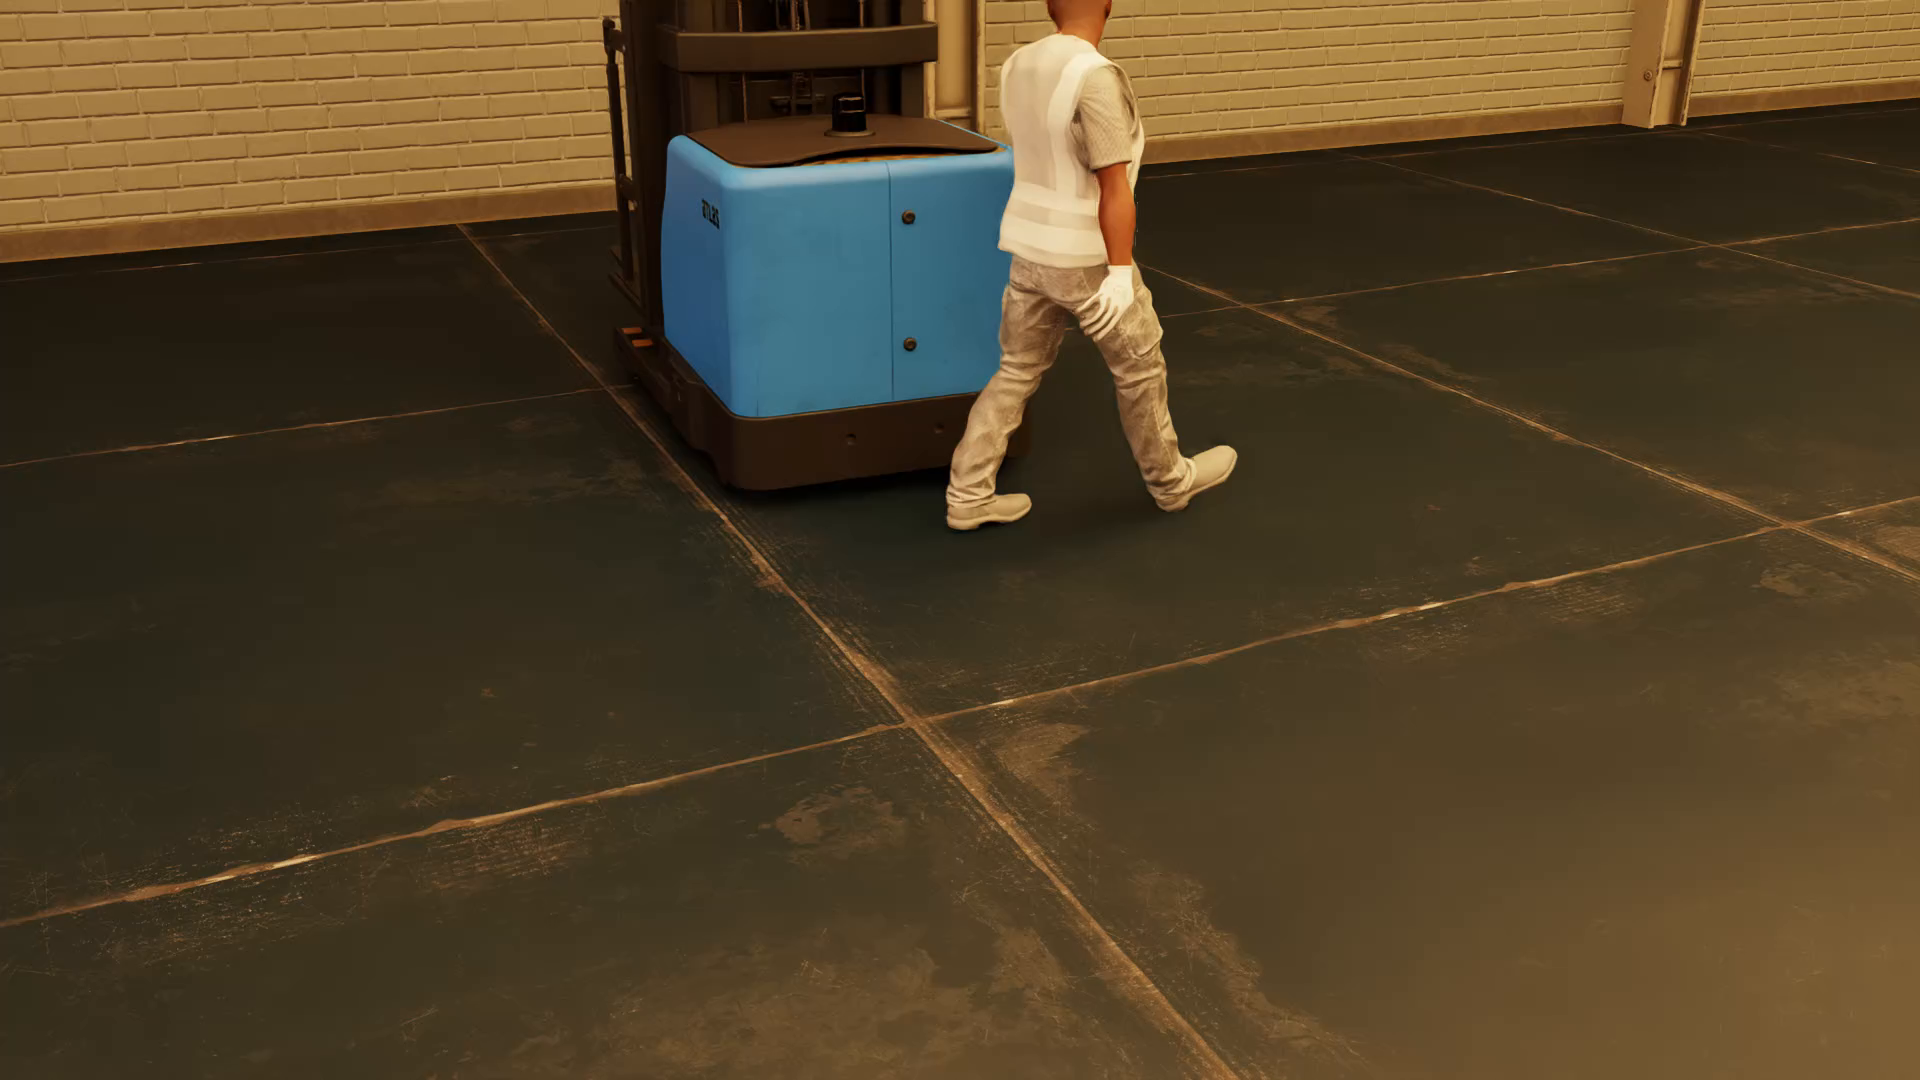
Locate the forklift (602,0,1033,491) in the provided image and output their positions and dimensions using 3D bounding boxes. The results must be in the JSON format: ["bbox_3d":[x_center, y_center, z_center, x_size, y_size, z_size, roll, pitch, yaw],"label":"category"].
[{"bbox_3d":[-0.774,-2.045,6.208,1.130,2.935,3.031,-9,24,-20],"label":"forklift"}]

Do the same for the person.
[{"bbox_3d":[0.432,-0.868,4.963,0.912,1.733,0.723,-14,27,-31],"label":"person"}]
